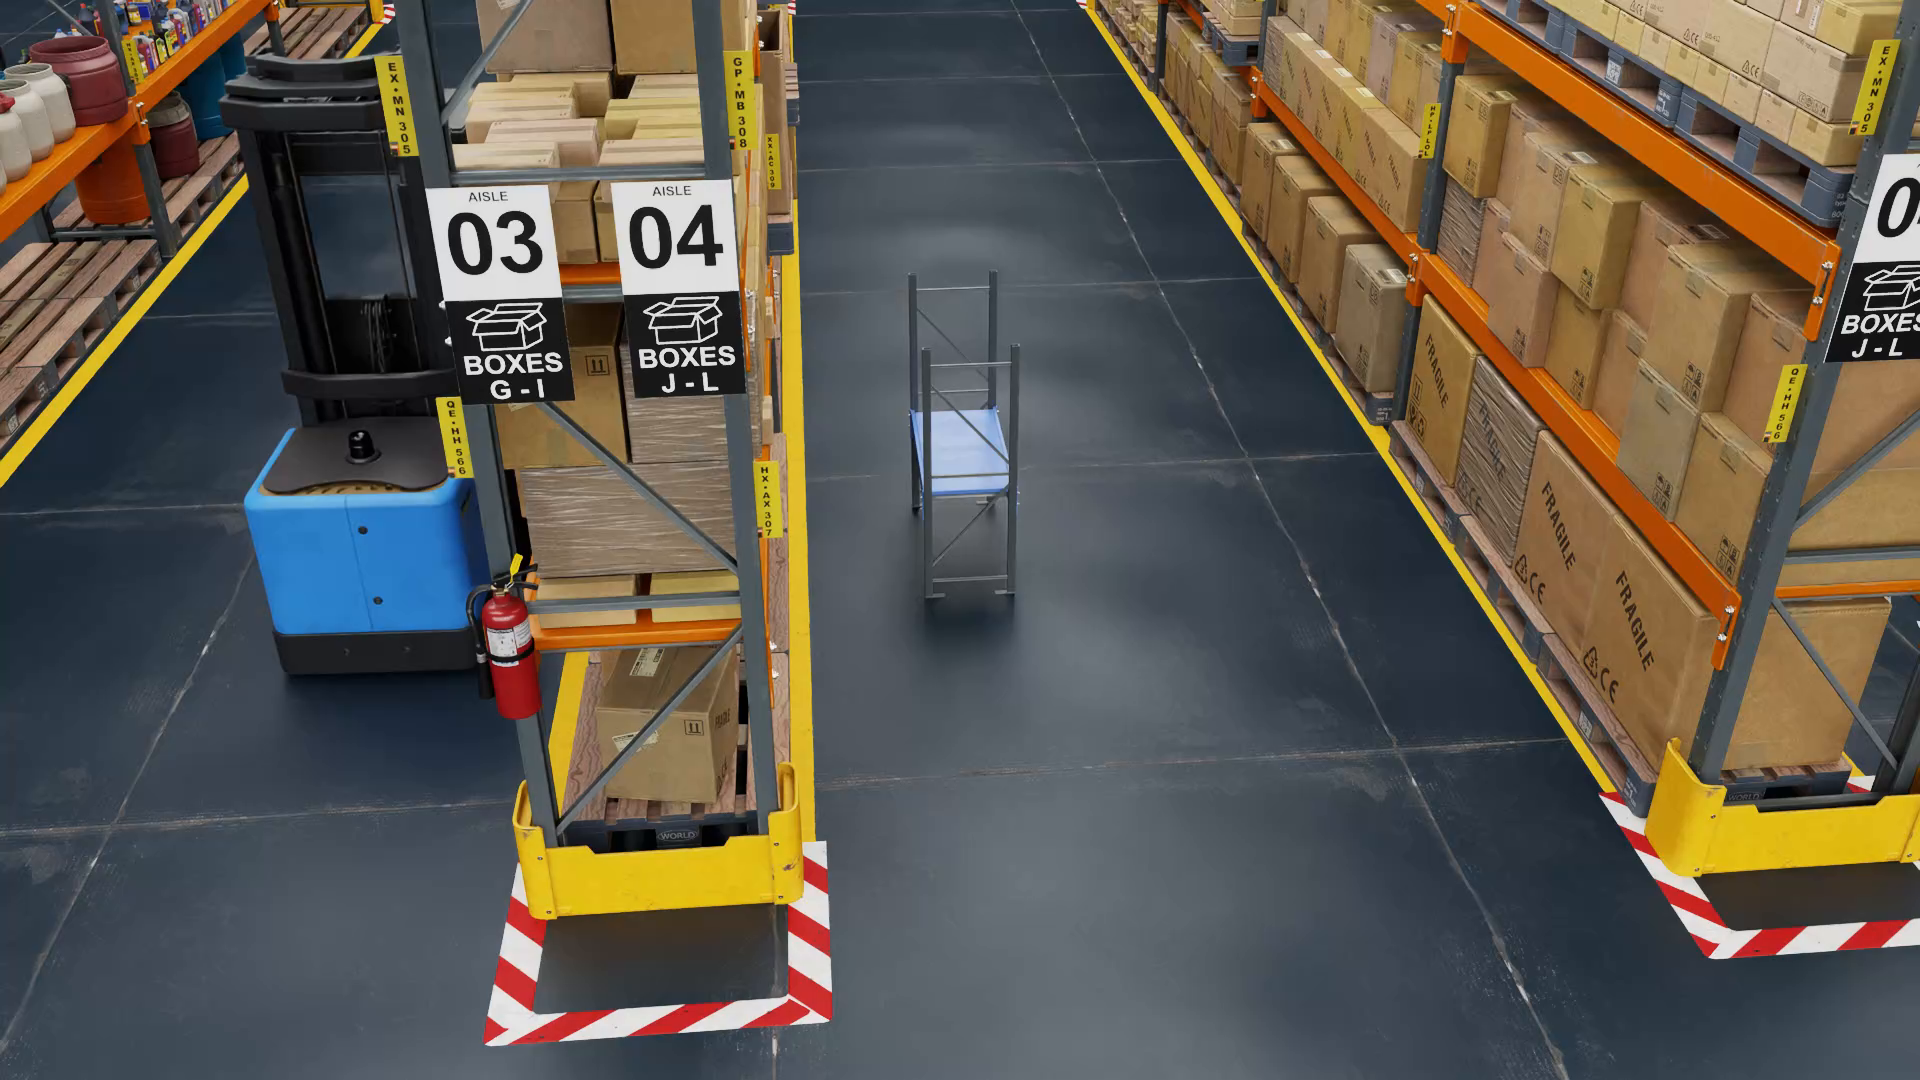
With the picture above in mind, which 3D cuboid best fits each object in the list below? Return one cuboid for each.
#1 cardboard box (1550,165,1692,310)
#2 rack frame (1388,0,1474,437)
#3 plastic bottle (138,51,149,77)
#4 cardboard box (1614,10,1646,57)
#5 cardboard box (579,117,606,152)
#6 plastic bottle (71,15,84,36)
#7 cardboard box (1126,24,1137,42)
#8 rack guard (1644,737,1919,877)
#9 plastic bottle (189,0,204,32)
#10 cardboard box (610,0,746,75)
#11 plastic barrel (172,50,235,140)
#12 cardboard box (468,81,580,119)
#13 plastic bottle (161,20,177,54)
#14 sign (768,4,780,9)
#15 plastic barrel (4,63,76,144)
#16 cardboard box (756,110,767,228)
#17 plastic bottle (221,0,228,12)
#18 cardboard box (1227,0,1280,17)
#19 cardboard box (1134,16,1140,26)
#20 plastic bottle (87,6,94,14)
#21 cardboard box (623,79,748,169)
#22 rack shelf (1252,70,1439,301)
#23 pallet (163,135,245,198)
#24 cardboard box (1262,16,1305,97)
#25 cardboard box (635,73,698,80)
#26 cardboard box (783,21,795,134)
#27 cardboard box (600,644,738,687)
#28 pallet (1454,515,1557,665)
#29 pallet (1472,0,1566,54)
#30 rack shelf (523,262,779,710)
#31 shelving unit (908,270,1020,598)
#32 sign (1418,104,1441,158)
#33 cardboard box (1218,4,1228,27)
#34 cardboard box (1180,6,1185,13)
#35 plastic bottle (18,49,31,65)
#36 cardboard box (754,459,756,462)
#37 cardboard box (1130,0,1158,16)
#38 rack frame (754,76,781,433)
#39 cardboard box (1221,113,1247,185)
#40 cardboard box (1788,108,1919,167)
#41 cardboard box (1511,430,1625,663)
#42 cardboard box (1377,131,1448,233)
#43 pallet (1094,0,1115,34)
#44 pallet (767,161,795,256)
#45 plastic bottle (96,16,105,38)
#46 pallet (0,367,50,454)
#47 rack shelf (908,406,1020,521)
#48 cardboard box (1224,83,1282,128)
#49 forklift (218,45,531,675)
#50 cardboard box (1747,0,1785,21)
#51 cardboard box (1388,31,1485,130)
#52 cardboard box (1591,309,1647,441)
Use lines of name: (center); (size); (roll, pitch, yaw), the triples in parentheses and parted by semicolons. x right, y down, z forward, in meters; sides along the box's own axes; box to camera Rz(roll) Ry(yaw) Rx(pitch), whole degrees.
cardboard box: (3.450, -1.490, 8.121); (0.875, 0.550, 0.500); (-3, 31, -5)
rack frame: (3.312, -1.980, 10.140); (1.000, 3.000, 0.127); (-3, 31, -5)
plastic bottle: (-6.652, -3.860, 13.481); (0.097, 0.201, 0.097); (0, 31, 0)
cardboard box: (3.175, -2.273, 7.443); (0.380, 0.149, 0.250); (-2, 31, -4)
cardboard box: (-1.610, -1.464, 6.497); (0.500, 0.250, 0.500); (-3, 31, -4)
plastic bottle: (-7.511, -4.318, 14.169); (0.061, 0.283, 0.133); (-3, 31, -5)
cardboard box: (2.091, -5.733, 18.794); (0.380, 0.149, 0.250); (-3, 31, -5)
rack guard: (3.688, 1.148, 7.341); (1.175, 0.500, 0.348); (-3, 31, -5)
plastic bottle: (-6.774, -4.658, 14.737); (0.061, 0.283, 0.133); (-3, 31, -5)
cardboard box: (-1.132, -2.196, 6.701); (0.500, 0.500, 0.500); (-3, 31, -5)
plastic barrel: (-7.215, -4.280, 15.628); (0.600, 0.901, 0.708); (-3, 31, -5)
cardboard box: (-1.689, -1.673, 6.458); (0.380, 0.149, 0.250); (-3, 31, -4)
plastic bottle: (-6.721, -4.263, 14.087); (0.097, 0.271, 0.097); (0, 31, 0)
sign: (-1.471, -4.330, 13.022); (0.100, 0.325, 0.005); (-3, 31, -5)
plastic barrel: (-6.632, -3.132, 11.959); (0.421, 0.512, 0.421); (0, 31, 0)
cardboard box: (-1.272, -1.922, 8.680); (0.500, 0.500, 0.500); (-3, 31, -5)
plastic bottle: (-6.886, -5.072, 15.364); (0.144, 0.351, 0.185); (-3, 31, -5)
cardboard box: (2.438, -4.453, 13.825); (0.380, 0.149, 0.250); (-2, 31, -4)
cardboard box: (2.169, -5.830, 18.665); (0.380, 0.149, 0.250); (-2, 31, -3)
plastic bottle: (-7.540, -4.481, 14.441); (0.061, 0.283, 0.133); (-3, 31, -5)
cardboard box: (-1.147, -1.750, 6.975); (0.500, 0.250, 0.500); (-3, 31, -5)
rack shelf: (3.125, -2.692, 12.034); (1.077, 0.370, 4.000); (-3, 31, -5)
pallet: (-7.167, -3.424, 15.276); (1.003, 0.211, 1.213); (-3, 31, -5)
cardboard box: (2.711, -3.823, 13.128); (0.500, 0.500, 0.500); (-2, 31, -4)
cardboard box: (-1.105, -1.825, 6.712); (0.380, 0.149, 0.250); (-3, 31, -5)
cardboard box: (-2.220, -4.365, 15.794); (1.225, 0.875, 0.875); (-4, 31, -6)
cardboard box: (-1.394, 0.518, 7.986); (0.500, 0.500, 0.500); (5, 31, 8)
pallet: (3.422, 0.233, 9.153); (1.003, 0.211, 1.213); (-3, 31, -5)
pallet: (3.378, -2.812, 8.693); (1.003, 0.211, 1.213); (-3, 31, -5)
rack shelf: (-1.449, -0.464, 8.303); (1.077, 0.370, 4.000); (-3, 31, -5)
shelving unit: (0.008, -0.600, 9.292); (0.538, 1.500, 1.048); (-3, 31, -5)
sign: (2.772, -2.412, 9.811); (0.100, 0.325, 0.005); (-3, 31, -5)
cardboard box: (2.413, -4.451, 14.113); (0.380, 0.149, 0.250); (-3, 31, -5)
cardboard box: (2.652, -5.864, 18.433); (0.380, 0.149, 0.250); (-4, 31, -6)
plastic bottle: (-7.404, -3.735, 13.192); (0.061, 0.283, 0.133); (-3, 31, -5)
cardboard box: (-1.125, -0.312, 7.593); (0.380, 0.149, 0.250); (-3, 31, -5)
cardboard box: (2.114, -5.971, 18.611); (0.380, 0.149, 0.250); (-4, 31, -7)
rack frame: (-1.636, -1.794, 9.828); (1.000, 3.000, 0.127); (-3, 31, -5)
cardboard box: (2.616, -3.453, 14.634); (0.500, 0.500, 0.500); (-3, 31, -5)
cardboard box: (3.317, -1.494, 6.140); (0.380, 0.149, 0.250); (-3, 31, -5)
cardboard box: (3.472, 0.002, 8.484); (0.875, 0.875, 0.875); (-3, 31, -5)
cardboard box: (2.997, -2.277, 10.539); (0.500, 0.500, 0.500); (-3, 31, -5)
pallet: (2.238, -6.454, 20.350); (1.003, 0.211, 1.213); (-3, 31, -5)
pallet: (-1.563, -2.109, 10.543); (1.003, 0.211, 1.213); (-3, 31, -5)
plastic bottle: (-7.384, -4.420, 14.338); (0.061, 0.283, 0.133); (-3, 31, -5)
pallet: (-6.679, -0.759, 10.814); (1.003, 0.211, 1.213); (-3, 31, -5)
rack shelf: (0.008, -0.446, 9.385); (0.538, 0.185, 1.000); (-3, 31, -5)
cardboard box: (2.613, -3.788, 14.463); (0.500, 0.250, 0.500); (-3, 31, -6)
forklift: (-3.037, -1.298, 9.065); (1.130, 2.935, 3.031); (-2, 31, -3)
cardboard box: (3.270, -2.097, 6.372); (0.380, 0.149, 0.250); (-2, 31, -4)
cardboard box: (3.209, -2.968, 10.721); (0.700, 0.500, 0.500); (-3, 31, -5)
cardboard box: (3.605, -0.761, 7.953); (0.875, 0.550, 0.550); (-3, 31, -5)
